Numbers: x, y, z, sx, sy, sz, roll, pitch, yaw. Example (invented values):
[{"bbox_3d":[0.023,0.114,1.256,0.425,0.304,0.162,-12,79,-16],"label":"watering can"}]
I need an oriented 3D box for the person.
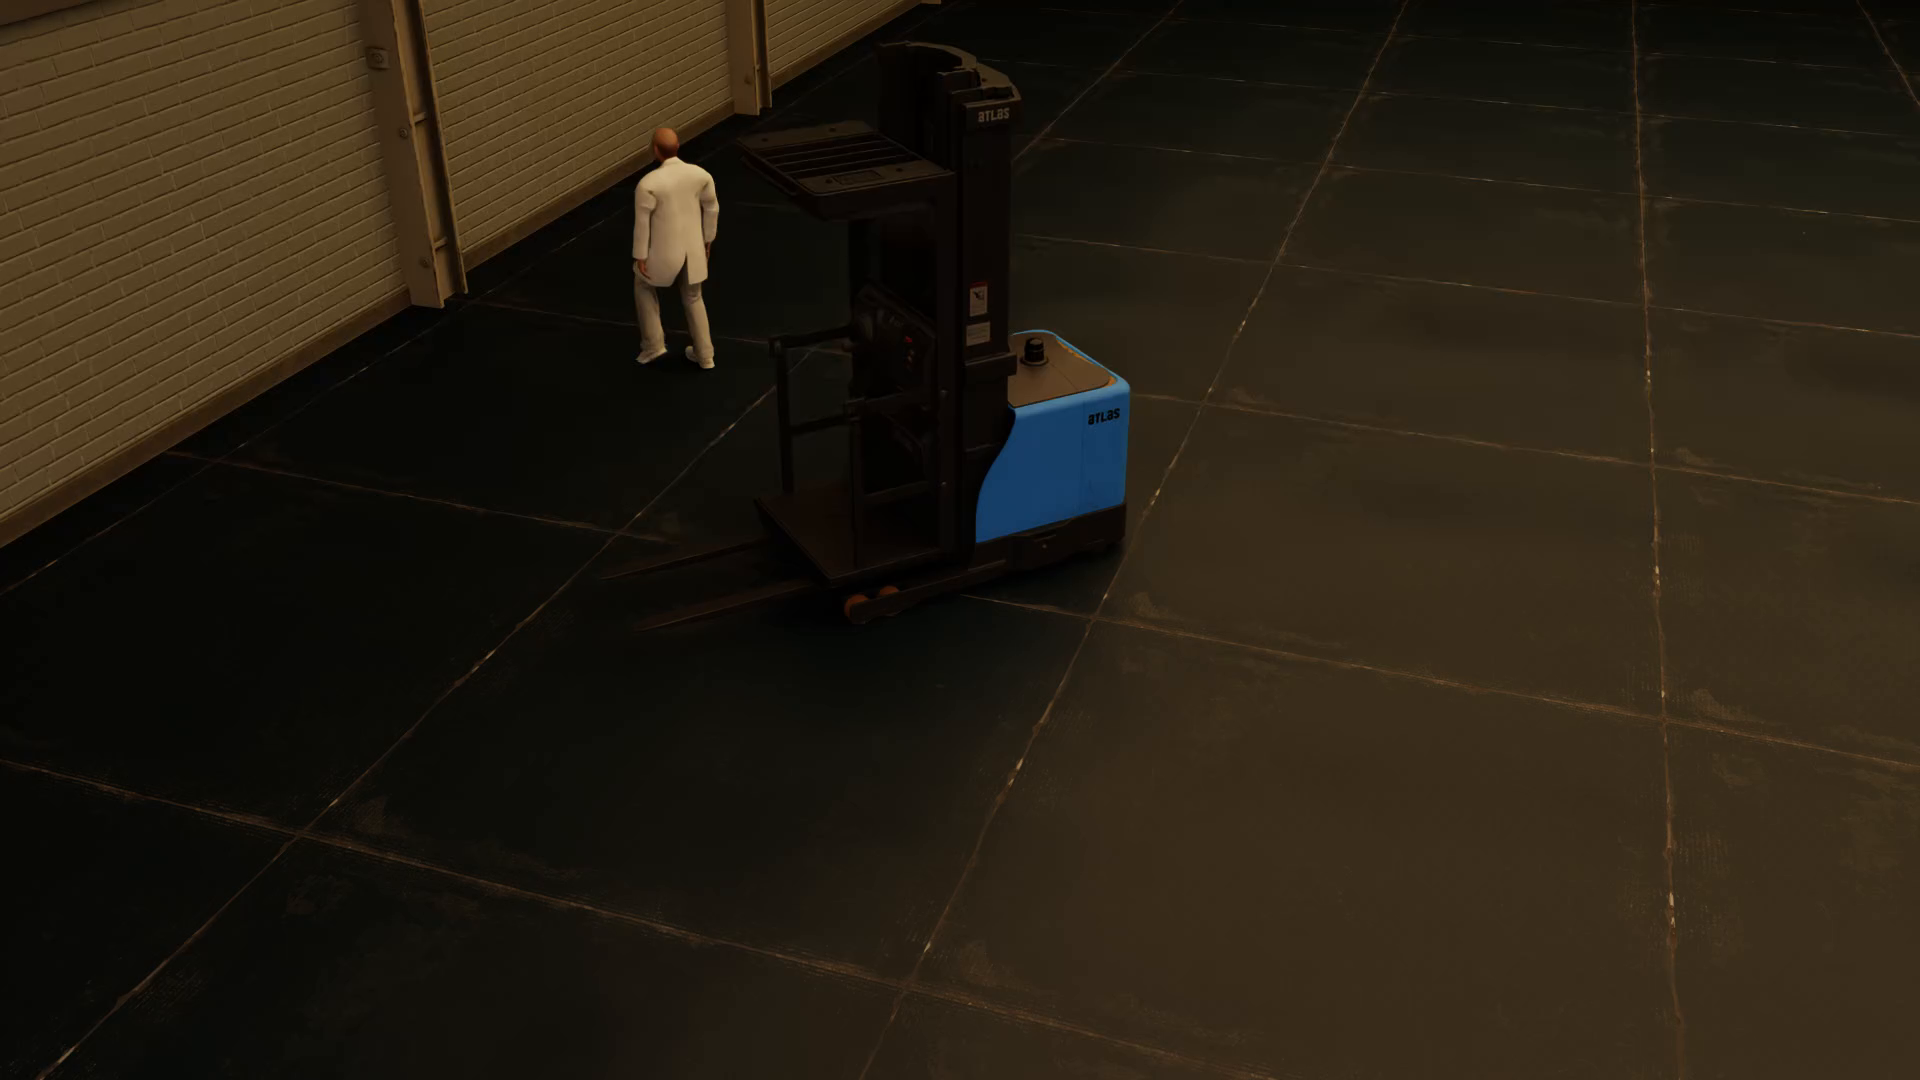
[{"bbox_3d":[-2.076,-2.078,12.041,0.699,1.828,0.563,-19,35,-30],"label":"person"}]

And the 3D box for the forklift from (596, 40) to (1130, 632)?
[{"bbox_3d":[-0.552,-1.099,9.064,3.031,2.935,1.130,-15,33,-24],"label":"forklift"}]
